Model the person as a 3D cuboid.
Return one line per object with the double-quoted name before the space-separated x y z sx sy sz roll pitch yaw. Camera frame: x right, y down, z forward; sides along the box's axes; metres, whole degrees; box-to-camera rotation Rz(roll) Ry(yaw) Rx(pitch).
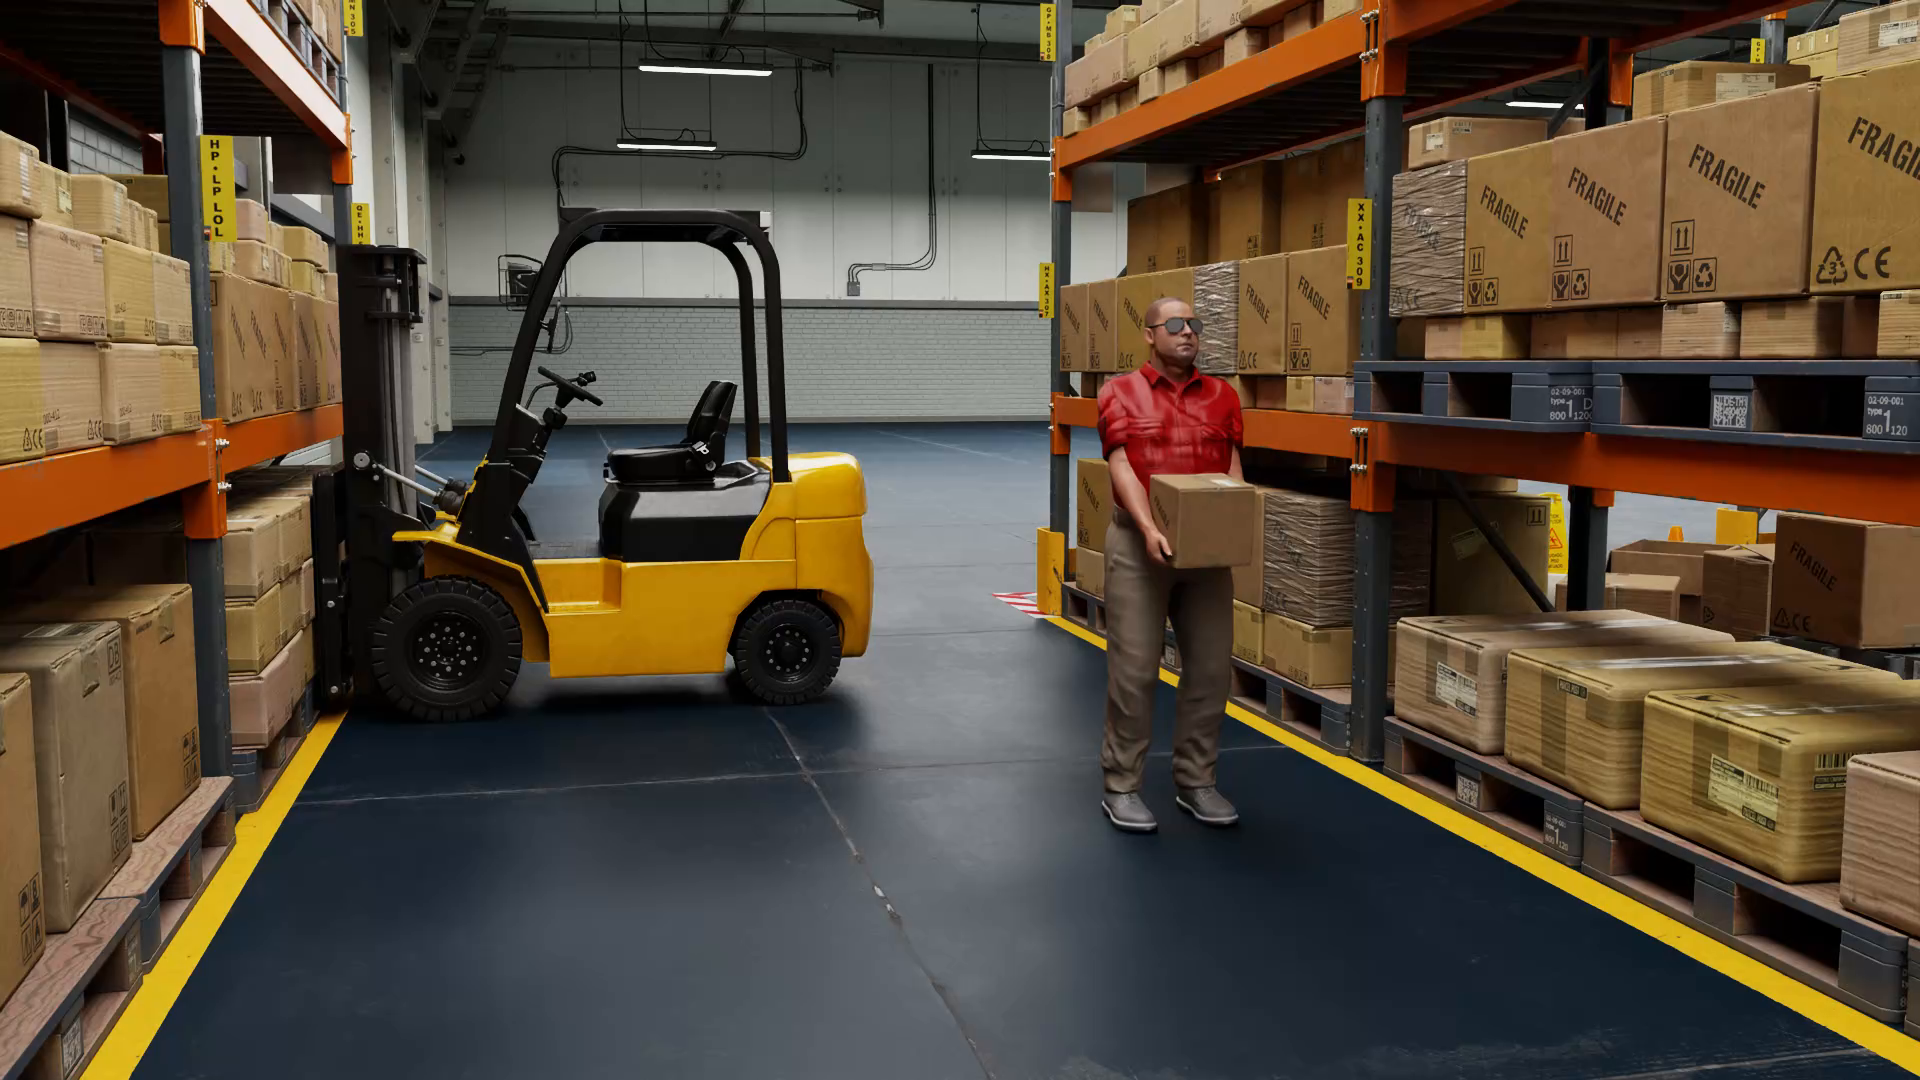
"person" 0.720 0.074 5.371 0.495 1.715 0.528 -2 6 -15
